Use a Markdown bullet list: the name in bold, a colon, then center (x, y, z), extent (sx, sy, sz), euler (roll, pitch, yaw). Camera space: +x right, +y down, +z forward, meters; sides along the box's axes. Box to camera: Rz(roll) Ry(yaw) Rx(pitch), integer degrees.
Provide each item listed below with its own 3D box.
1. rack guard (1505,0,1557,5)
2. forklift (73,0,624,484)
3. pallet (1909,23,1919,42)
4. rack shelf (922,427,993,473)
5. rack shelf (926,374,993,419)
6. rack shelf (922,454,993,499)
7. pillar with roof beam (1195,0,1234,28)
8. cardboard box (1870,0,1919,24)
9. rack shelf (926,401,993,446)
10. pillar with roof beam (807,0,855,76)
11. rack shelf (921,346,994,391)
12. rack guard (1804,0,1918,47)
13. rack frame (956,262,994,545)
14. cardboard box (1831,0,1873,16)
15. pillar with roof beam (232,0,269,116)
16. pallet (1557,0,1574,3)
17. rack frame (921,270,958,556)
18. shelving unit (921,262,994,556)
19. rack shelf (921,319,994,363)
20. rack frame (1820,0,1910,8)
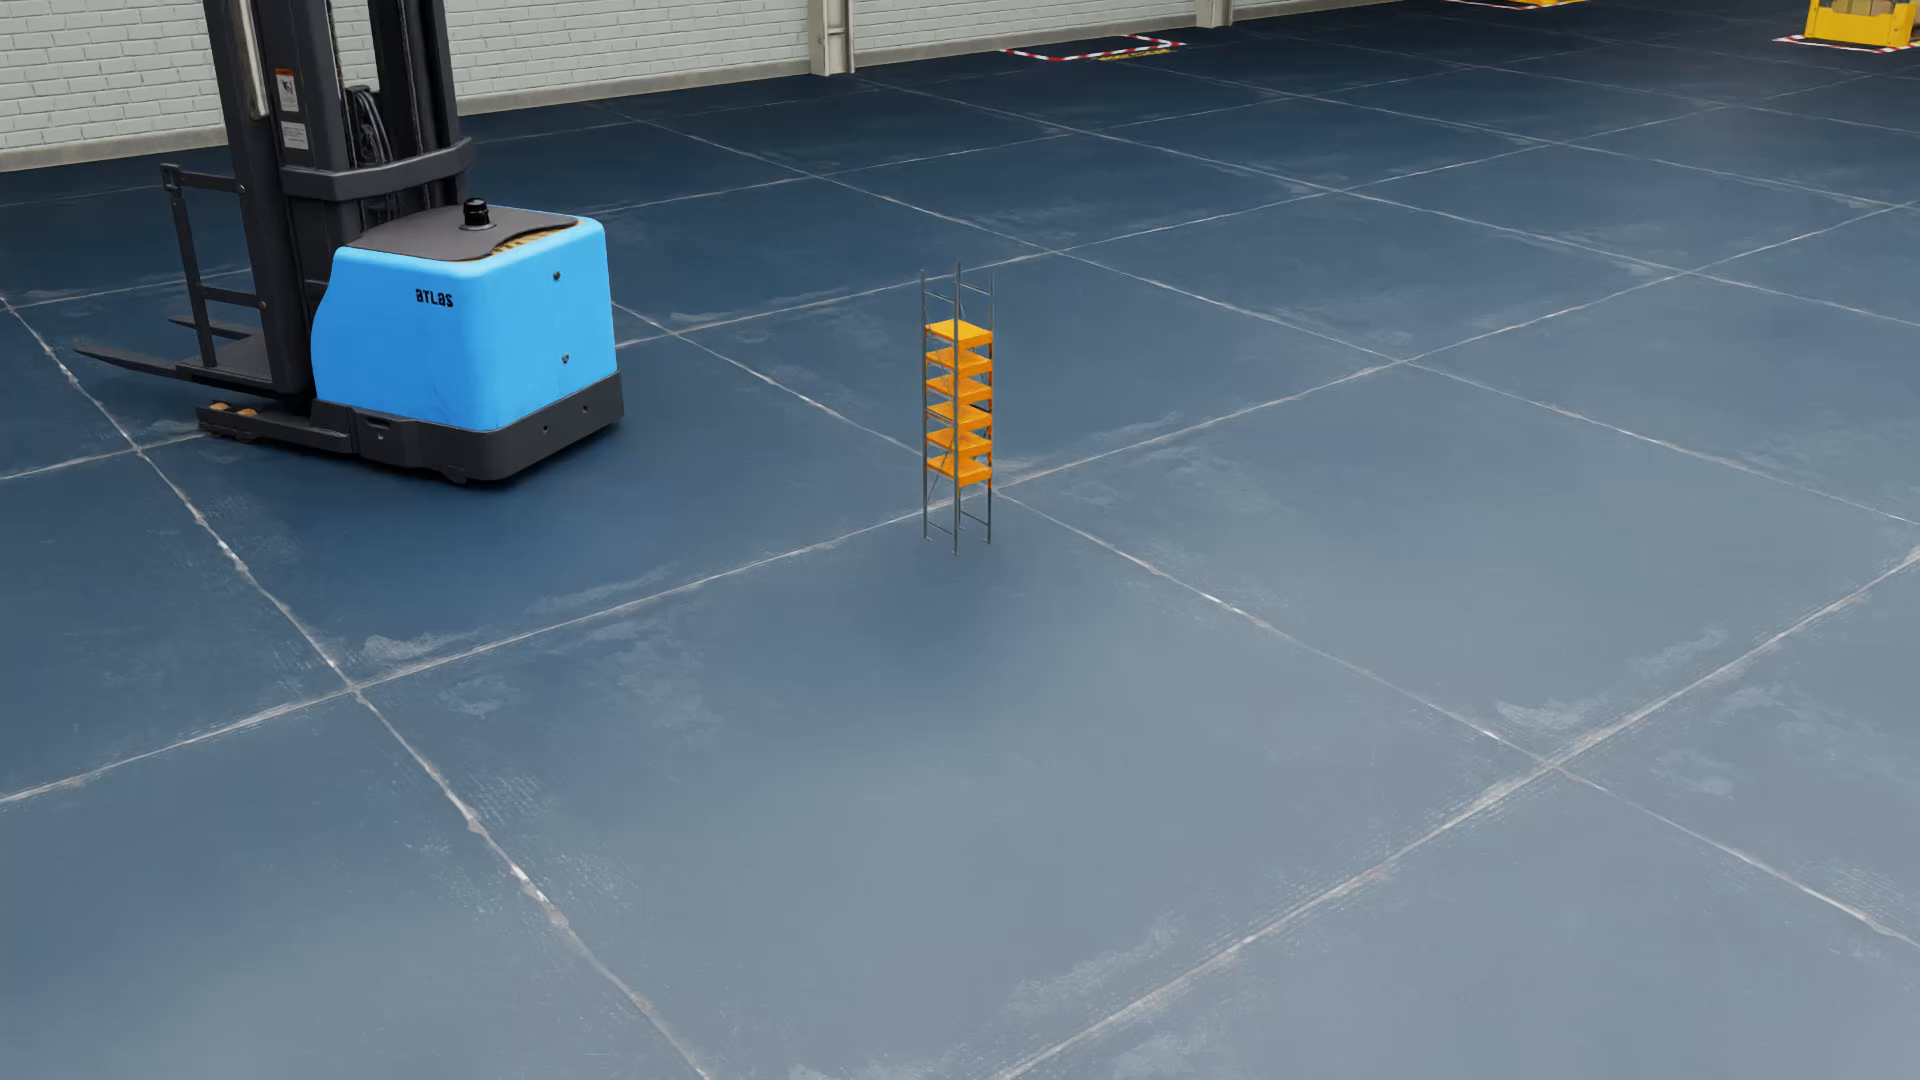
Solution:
- **rack guard**: center (8.074, -8.061, 24.025), extent (0.348, 0.500, 1.175), euler (-18, 31, -34)
- **forklift**: center (-3.261, -2.001, 8.080), extent (3.031, 2.935, 1.130), euler (12, 27, 23)
- **pallet**: center (11.650, -6.483, 20.967), extent (1.213, 0.211, 1.003), euler (-18, 31, -34)
- **rack shelf**: center (-0.011, -0.391, 7.059), extent (0.180, 0.103, 0.258), euler (-18, 31, -34)
- **rack shelf**: center (-0.011, -0.609, 6.958), extent (0.180, 0.103, 0.258), euler (-18, 31, -34)
- **rack shelf**: center (-0.011, -0.282, 7.109), extent (0.180, 0.103, 0.258), euler (-18, 31, -34)
- **pillar with roof beam**: center (5.966, -9.380, 16.771), extent (0.400, 9.000, 9.100), euler (-18, 31, -34)
- **cardboard box**: center (11.633, -6.544, 20.554), extent (0.500, 0.250, 0.500), euler (-18, 31, -34)
- **rack shelf**: center (-0.011, -0.500, 7.008), extent (0.180, 0.103, 0.258), euler (-18, 31, -34)
- **pillar with roof beam**: center (1.245, -7.821, 13.413), extent (0.400, 9.000, 9.100), euler (-18, 31, -34)
- **rack shelf**: center (-0.011, -0.718, 6.907), extent (0.180, 0.103, 0.258), euler (-18, 31, -34)
- **rack guard**: center (11.055, -6.395, 20.435), extent (0.348, 0.500, 1.175), euler (-18, 31, -34)
- **rack frame**: center (0.061, -0.564, 7.041), extent (0.006, 1.200, 0.240), euler (-18, 31, -34)
- **cardboard box**: center (11.314, -6.715, 20.924), extent (0.500, 0.250, 0.500), euler (-18, 31, -34)
- **pillar with roof beam**: center (-3.477, -6.263, 10.054), extent (0.400, 9.000, 9.100), euler (-18, 31, -34)
- **pallet**: center (8.735, -8.129, 24.515), extent (1.213, 0.211, 1.003), euler (-18, 31, -34)
- **rack frame**: center (-0.083, -0.517, 6.938), extent (0.006, 1.200, 0.240), euler (-18, 31, -34)
- **shelving unit**: center (-0.011, -0.540, 6.989), extent (0.189, 1.200, 0.258), euler (-18, 31, -34)
- **rack shelf**: center (-0.011, -0.827, 6.856), extent (0.180, 0.103, 0.258), euler (-18, 31, -34)
- **rack frame**: center (11.074, -7.535, 19.922), extent (0.127, 3.000, 1.000), euler (-18, 31, -34)
